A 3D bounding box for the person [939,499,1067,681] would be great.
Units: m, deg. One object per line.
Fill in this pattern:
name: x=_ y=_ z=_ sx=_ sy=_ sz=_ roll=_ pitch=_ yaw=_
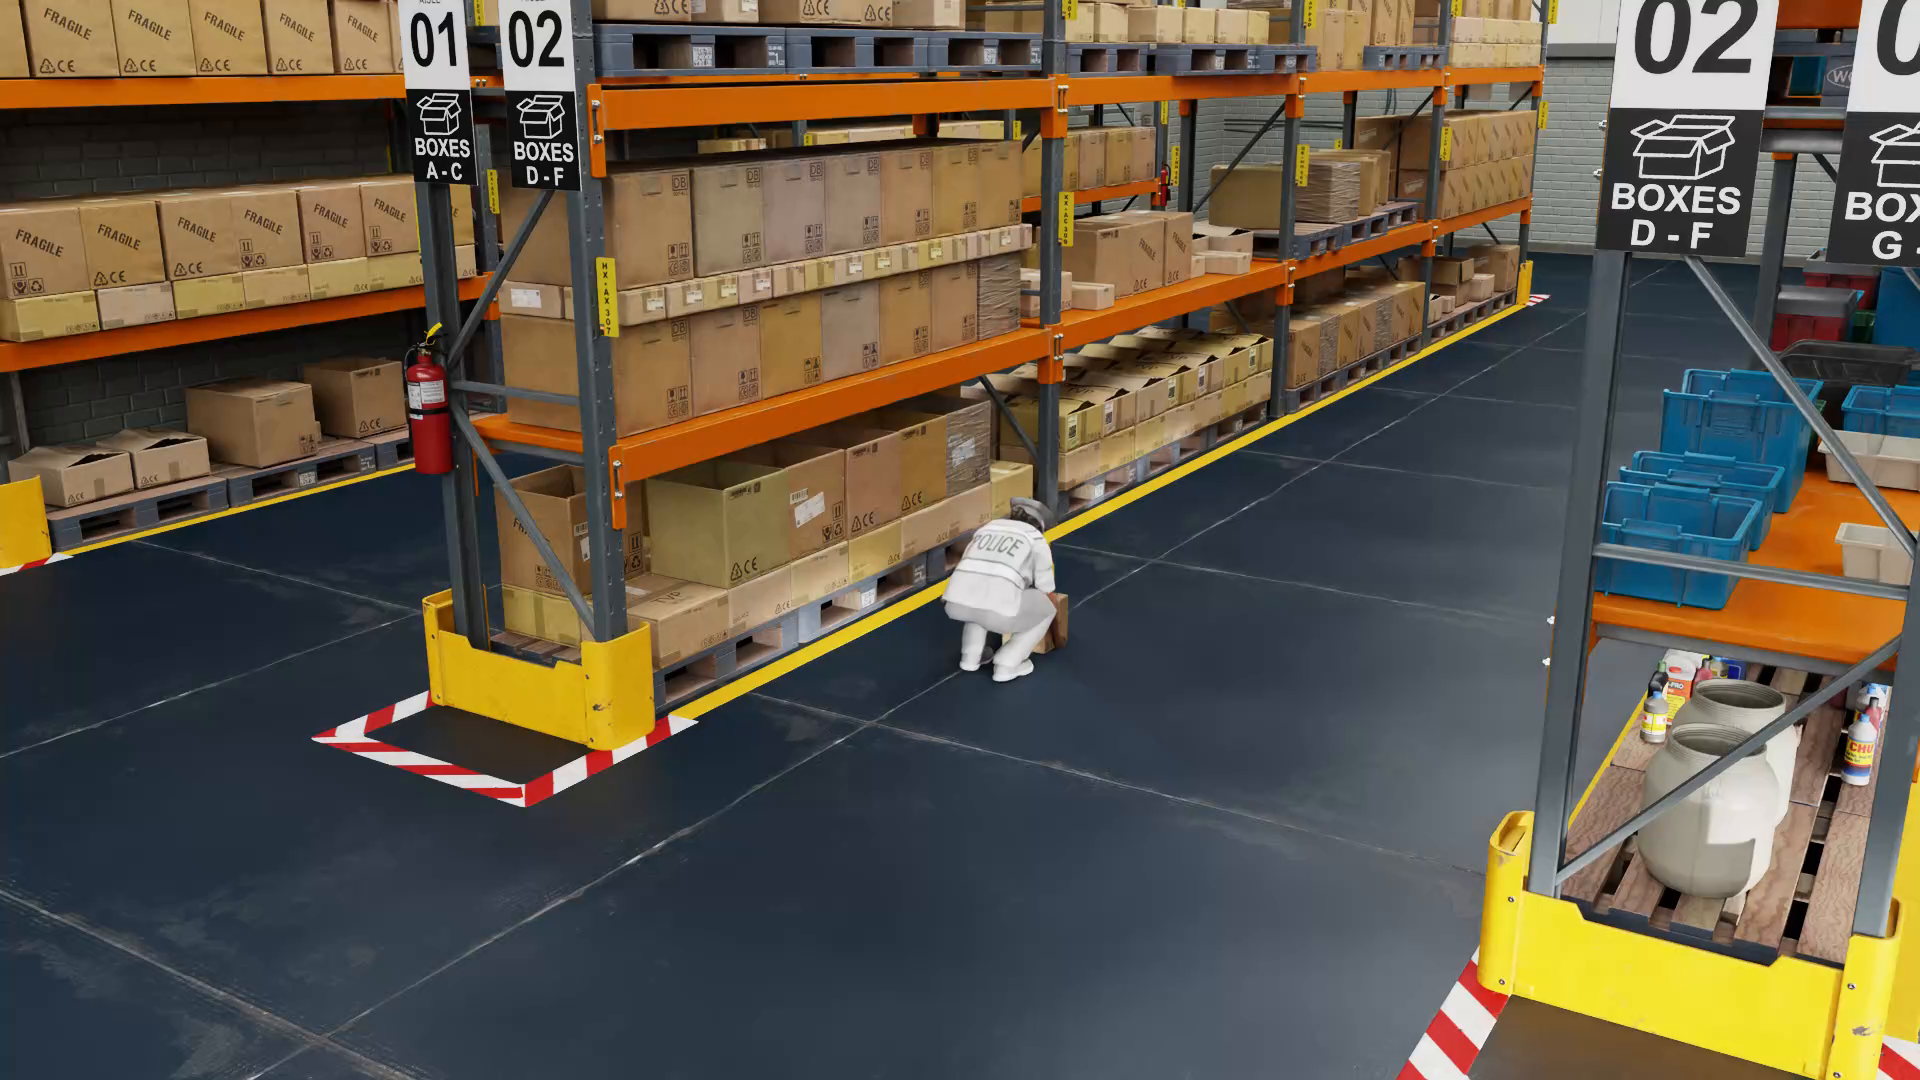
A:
person: x=0.239 y=0.252 z=8.310 sx=0.452 sy=0.785 sz=0.916 roll=9 pitch=19 yaw=28
